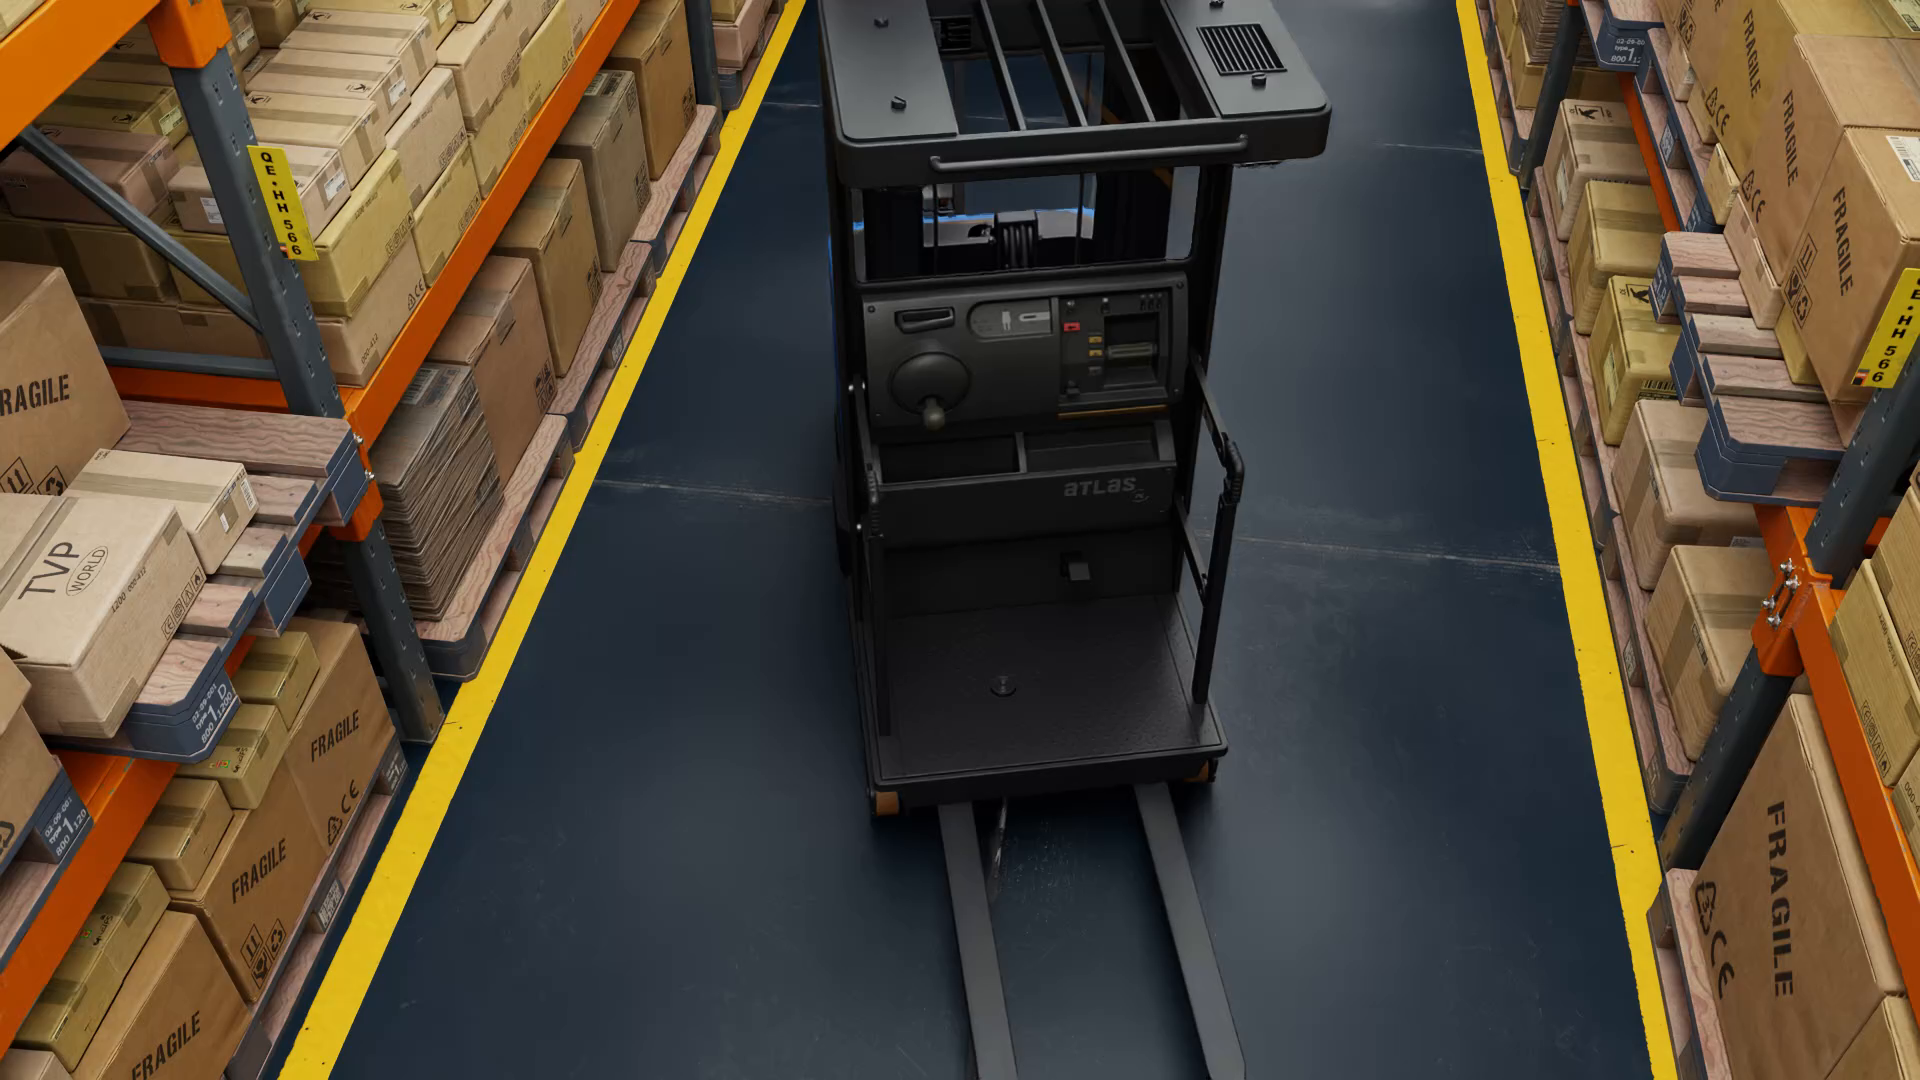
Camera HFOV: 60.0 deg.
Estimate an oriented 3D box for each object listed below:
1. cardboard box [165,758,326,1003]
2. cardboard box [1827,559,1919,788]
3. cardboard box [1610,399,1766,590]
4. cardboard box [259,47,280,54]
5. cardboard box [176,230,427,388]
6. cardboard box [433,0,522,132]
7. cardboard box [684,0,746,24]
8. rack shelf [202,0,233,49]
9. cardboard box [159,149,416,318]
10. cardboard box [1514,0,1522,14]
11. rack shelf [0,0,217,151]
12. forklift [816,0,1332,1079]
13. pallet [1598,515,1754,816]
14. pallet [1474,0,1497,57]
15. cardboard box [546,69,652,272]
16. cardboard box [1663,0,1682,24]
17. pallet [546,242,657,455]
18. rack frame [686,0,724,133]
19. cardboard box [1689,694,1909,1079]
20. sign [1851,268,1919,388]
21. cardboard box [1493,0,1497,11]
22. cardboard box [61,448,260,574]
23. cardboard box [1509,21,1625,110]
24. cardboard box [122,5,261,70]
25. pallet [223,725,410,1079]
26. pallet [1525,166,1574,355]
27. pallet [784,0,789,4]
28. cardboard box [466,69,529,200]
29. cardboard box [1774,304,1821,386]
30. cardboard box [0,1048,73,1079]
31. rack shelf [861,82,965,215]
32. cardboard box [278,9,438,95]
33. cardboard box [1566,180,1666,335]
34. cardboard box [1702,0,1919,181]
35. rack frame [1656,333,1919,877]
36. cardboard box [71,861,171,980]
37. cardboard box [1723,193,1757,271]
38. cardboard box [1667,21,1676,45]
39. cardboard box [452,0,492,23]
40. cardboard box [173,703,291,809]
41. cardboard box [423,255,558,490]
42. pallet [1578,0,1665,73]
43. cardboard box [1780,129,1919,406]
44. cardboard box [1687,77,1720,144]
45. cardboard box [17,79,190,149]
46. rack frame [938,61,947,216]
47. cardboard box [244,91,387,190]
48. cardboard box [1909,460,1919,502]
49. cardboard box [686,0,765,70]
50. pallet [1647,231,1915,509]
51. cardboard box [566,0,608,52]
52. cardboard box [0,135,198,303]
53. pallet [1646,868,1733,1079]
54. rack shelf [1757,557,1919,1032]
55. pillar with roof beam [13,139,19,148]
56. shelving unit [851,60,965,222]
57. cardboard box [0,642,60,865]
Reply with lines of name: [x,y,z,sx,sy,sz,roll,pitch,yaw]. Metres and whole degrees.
cardboard box: [-2.159,0.910,4.619,0.500,0.500,0.500,5,44,5]
cardboard box: [2.367,0.321,3.838,0.500,0.250,0.500,5,44,5]
cardboard box: [2.856,-0.130,5.811,0.950,0.372,0.625,4,44,5]
cardboard box: [-2.320,-1.641,5.547,0.500,0.250,0.500,5,44,5]
cardboard box: [-1.938,-0.718,4.936,0.500,0.250,0.500,5,44,6]
cardboard box: [-1.784,-1.596,5.499,0.500,0.250,0.500,4,44,4]
cardboard box: [-1.340,-2.856,8.415,0.500,0.250,0.500,5,44,5]
rack shelf: [-1.975,-2.684,5.244,1.077,0.370,4.000,5,44,6]
cardboard box: [-1.914,-0.898,4.762,0.500,0.250,0.500,5,44,5]
cardboard box: [3.088,-2.971,8.355,0.500,0.500,0.500,6,44,6]
rack shelf: [-2.504,0.043,2.365,1.077,0.370,4.000,5,44,6]
forklift: [0.222,-0.446,4.589,1.130,2.935,3.031,-5,44,-5]
pallet: [2.786,0.436,5.636,1.003,0.211,1.213,5,44,6]
pallet: [3.423,-3.052,9.320,1.003,0.211,1.213,5,44,6]
cardboard box: [-1.878,-1.624,7.205,0.875,0.625,0.625,5,44,5]
cardboard box: [2.719,-2.096,5.688,0.500,0.500,0.500,5,44,5]
pallet: [-1.928,-0.867,7.012,1.003,0.211,1.213,5,44,6]
rack frame: [-1.710,-3.219,7.468,1.000,3.000,0.127,5,44,6]
cardboard box: [2.508,1.038,4.212,0.875,0.875,0.875,5,44,5]
sign: [2.142,-0.478,3.789,0.100,0.325,0.005,5,44,6]
cardboard box: [3.154,-3.061,8.996,0.500,0.250,0.500,6,44,6]
cardboard box: [-1.946,-0.071,4.021,0.380,0.149,0.250,6,44,6]
cardboard box: [3.022,-2.351,8.246,0.500,0.250,0.500,7,44,7]
cardboard box: [-2.415,-1.538,5.148,0.380,0.149,0.250,4,44,5]
pallet: [-2.375,1.025,5.014,1.003,0.211,1.213,5,44,6]
pallet: [3.109,-1.227,7.392,1.003,0.211,1.213,5,44,6]
pallet: [-1.405,-3.578,9.875,1.003,0.211,1.213,5,44,6]
cardboard box: [-1.806,-1.412,5.669,0.500,0.250,0.500,4,44,4]
cardboard box: [2.455,-0.539,4.515,0.380,0.149,0.250,6,44,6]
cardboard box: [-2.257,1.288,3.749,0.380,0.149,0.250,3,44,4]
rack shelf: [-0.219,-1.329,6.146,0.431,0.518,0.480,-5,44,-5]
cardboard box: [-1.841,-1.494,5.101,0.380,0.149,0.250,6,44,6]
cardboard box: [3.052,-1.120,6.857,0.950,0.372,0.625,8,44,8]
cardboard box: [2.589,-1.373,4.924,0.500,0.500,0.500,3,43,3]
rack frame: [2.681,-0.044,4.115,1.000,3.000,0.127,5,44,6]
cardboard box: [-2.217,0.927,4.130,0.380,0.149,0.250,6,44,7]
cardboard box: [2.485,-0.886,4.881,0.380,0.149,0.250,3,44,4]
cardboard box: [2.711,-1.774,5.819,0.380,0.149,0.250,6,44,6]
cardboard box: [-1.745,-1.835,5.462,0.380,0.149,0.250,6,44,6]
cardboard box: [-2.059,0.576,4.501,0.380,0.149,0.250,3,44,3]
cardboard box: [-2.065,-0.653,6.179,0.875,0.625,0.625,7,44,7]
pallet: [2.965,-2.193,6.524,1.003,0.211,1.213,5,44,6]
cardboard box: [2.466,-0.676,4.188,0.500,0.500,0.500,4,44,4]
cardboard box: [2.618,-1.413,5.438,0.380,0.149,0.250,4,44,4]
cardboard box: [-2.473,-1.193,4.784,0.380,0.149,0.250,6,44,7]
rack frame: [-0.250,-1.505,6.312,0.400,2.100,0.015,-5,44,-5]
cardboard box: [-1.871,-1.137,4.724,0.380,0.149,0.250,6,44,6]
cardboard box: [2.374,-0.129,3.405,0.500,0.500,0.500,4,44,4]
cardboard box: [-1.318,-2.672,8.585,0.500,0.250,0.500,6,44,6]
pallet: [2.670,-0.470,4.704,1.213,0.211,1.003,5,44,6]
cardboard box: [-1.675,-2.118,6.414,0.500,0.250,0.500,5,44,6]
cardboard box: [-2.455,-0.951,4.818,0.500,0.250,0.500,6,44,6]
pallet: [2.502,1.499,4.513,1.003,0.211,1.213,5,44,6]
rack shelf: [2.417,1.580,2.923,1.077,0.370,4.000,5,44,6]
pillar with roof beam: [1.307,-3.250,3.137,9.100,9.000,0.400,5,44,6]
shelving unit: [-0.219,-1.339,6.137,0.431,2.100,0.503,-5,44,-5]
cardboard box: [-2.272,0.447,3.216,0.797,0.503,0.637,4,44,5]
